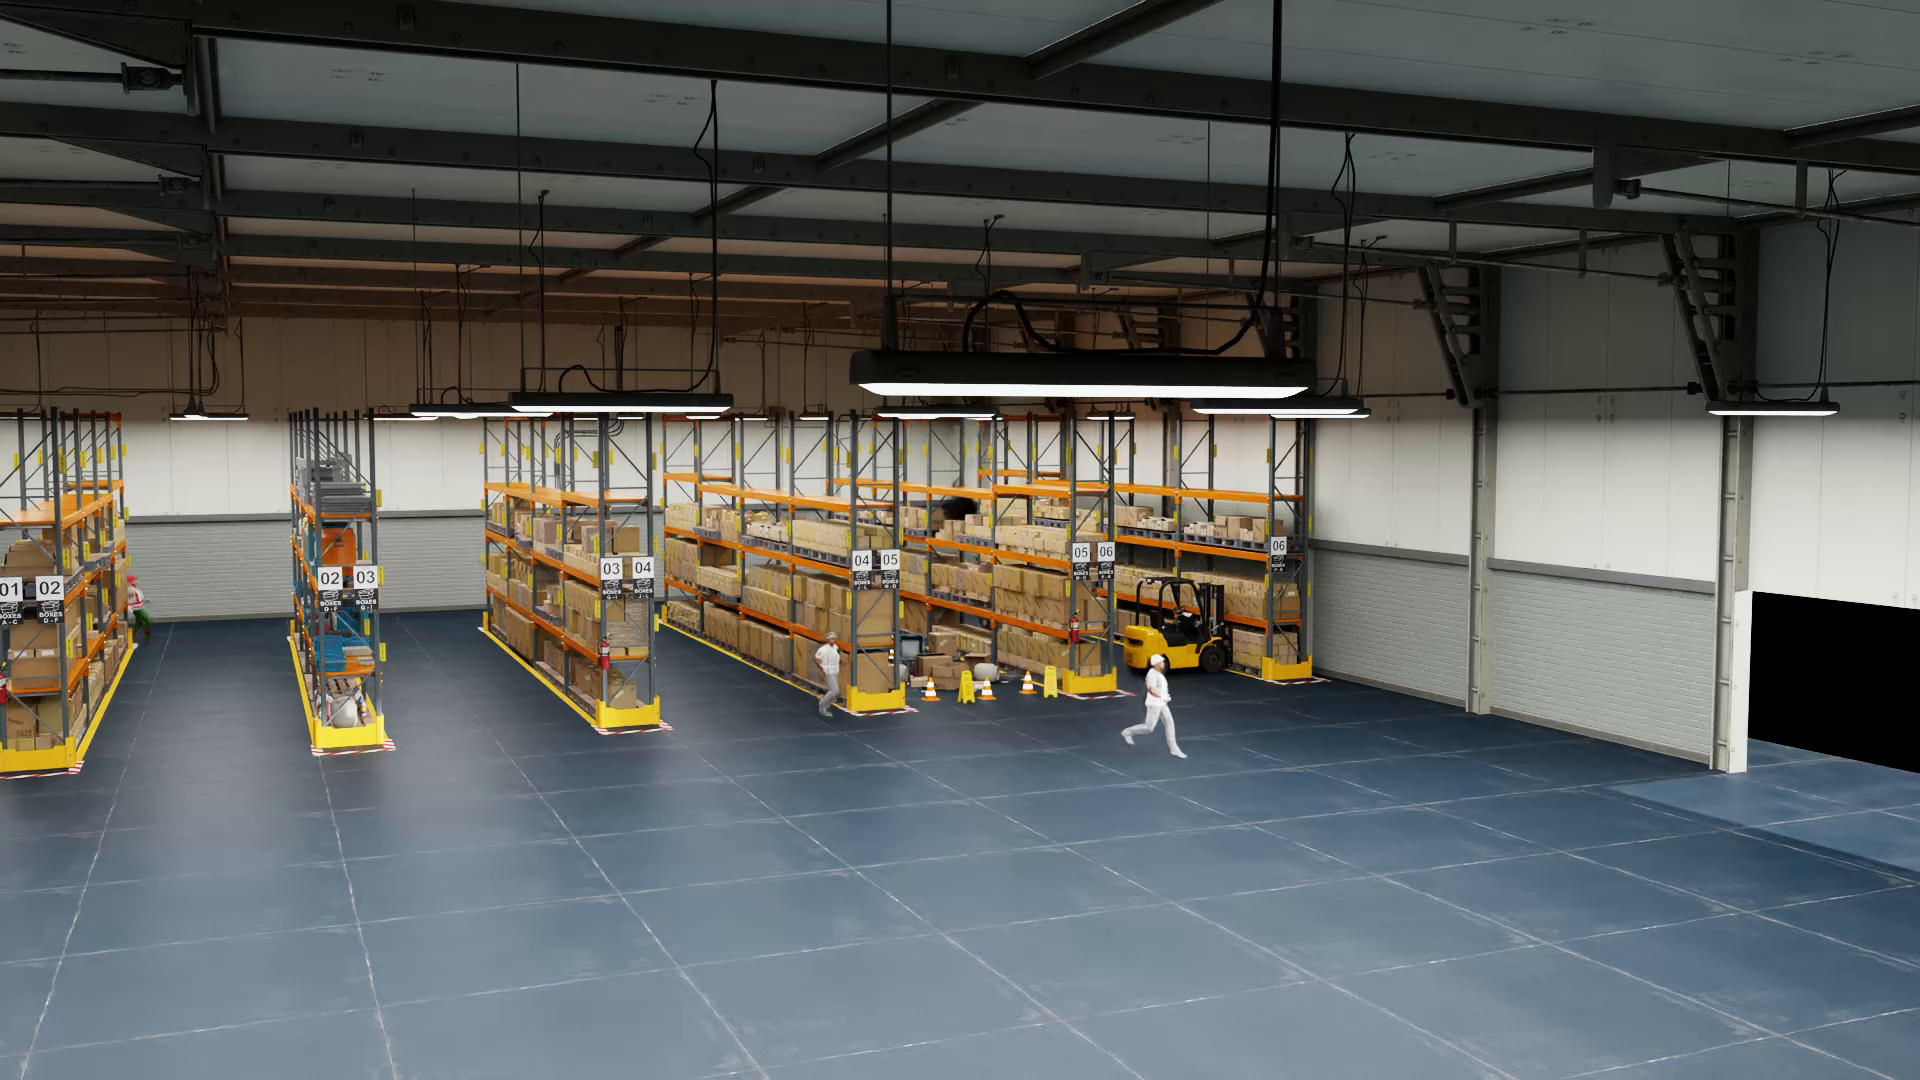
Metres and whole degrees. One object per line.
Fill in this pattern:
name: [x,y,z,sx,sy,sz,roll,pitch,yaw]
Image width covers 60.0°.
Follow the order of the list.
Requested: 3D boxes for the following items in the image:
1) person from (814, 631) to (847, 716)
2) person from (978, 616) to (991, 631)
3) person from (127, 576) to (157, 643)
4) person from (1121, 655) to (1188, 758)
person: [-2.490,2.609,32.487,0.591,1.667,0.559,3,5,35]
person: [0.684,1.684,45.258,0.741,1.795,0.735,-2,4,-23]
person: [-21.371,1.820,43.324,0.759,1.787,0.715,-1,4,-10]
person: [3.338,2.852,28.549,1.145,1.776,0.649,2,4,23]
